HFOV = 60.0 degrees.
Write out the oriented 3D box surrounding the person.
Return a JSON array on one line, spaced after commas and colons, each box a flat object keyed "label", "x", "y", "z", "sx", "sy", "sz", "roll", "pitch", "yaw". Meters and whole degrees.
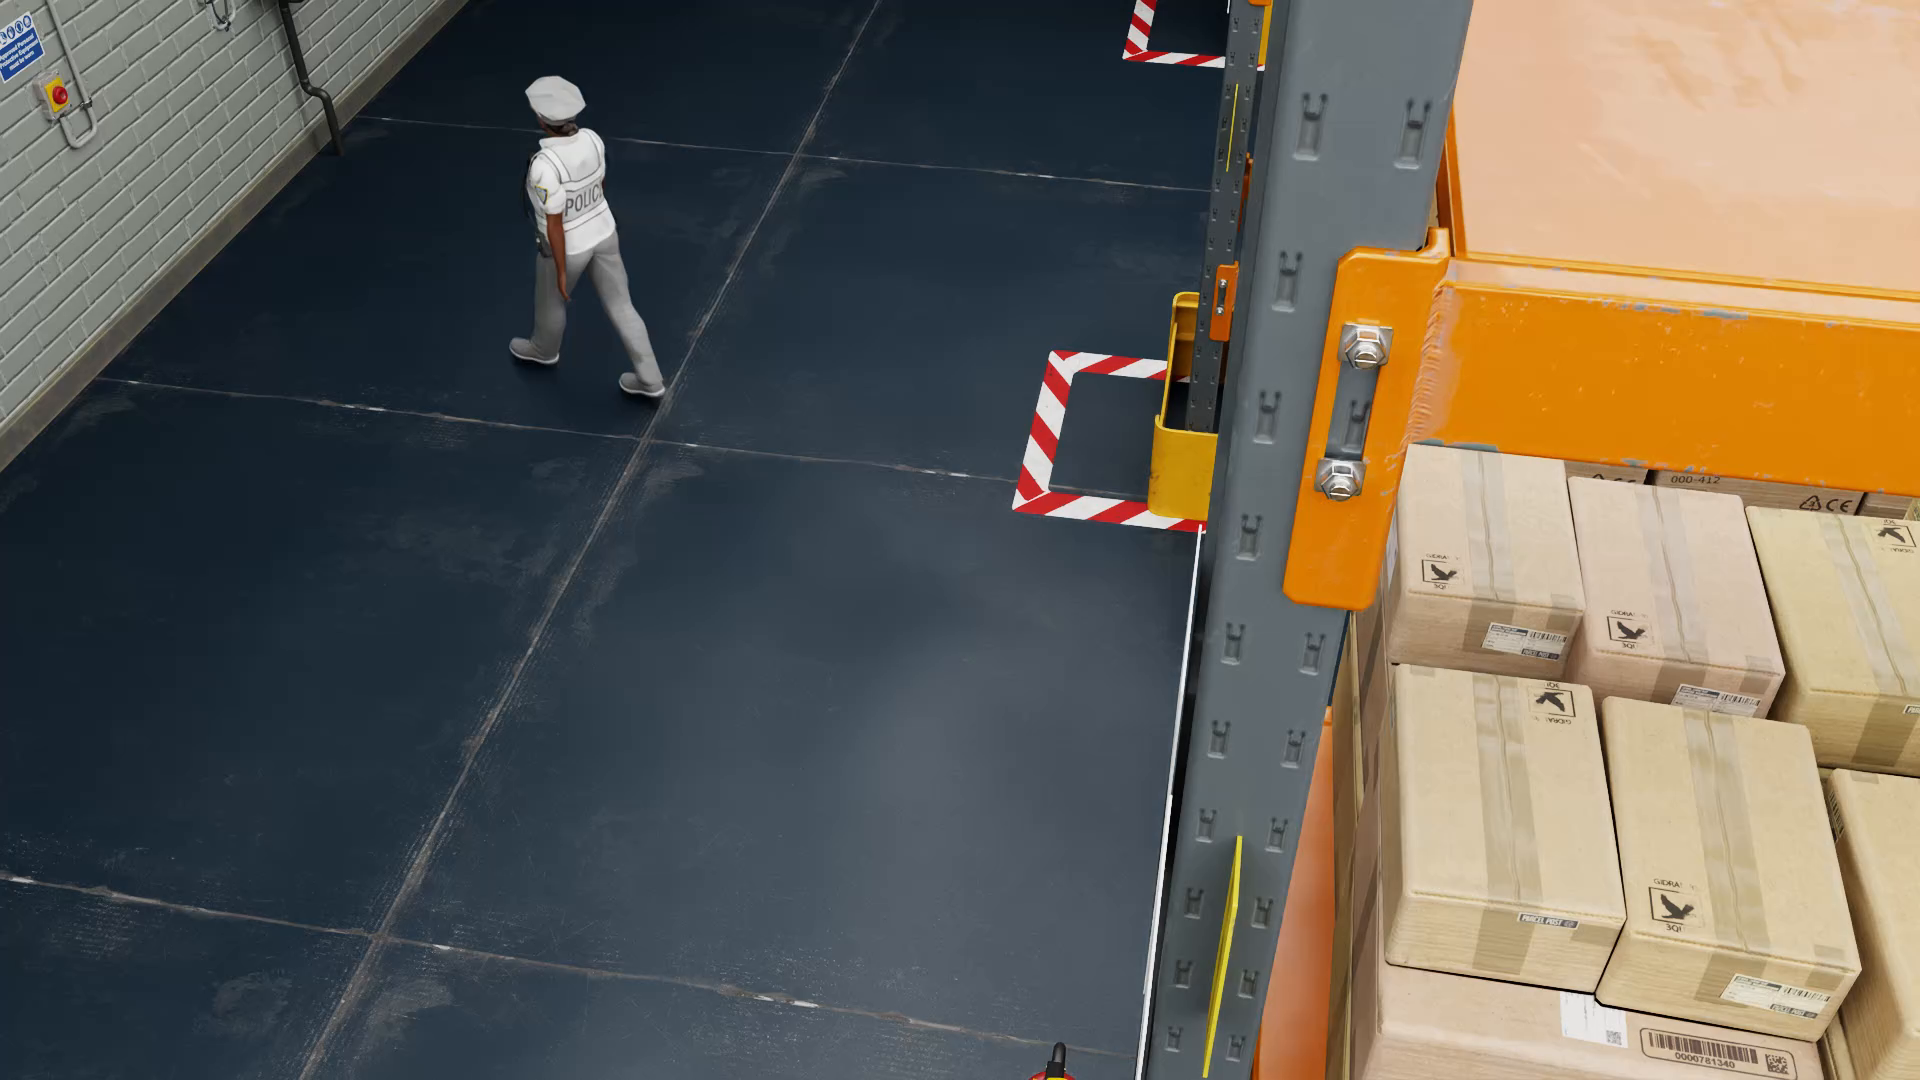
[{"label": "person", "x": -1.899, "y": -1.495, "z": 8.082, "sx": 0.980, "sy": 1.630, "sz": 0.477, "roll": 28, "pitch": 48, "yaw": 29}]
